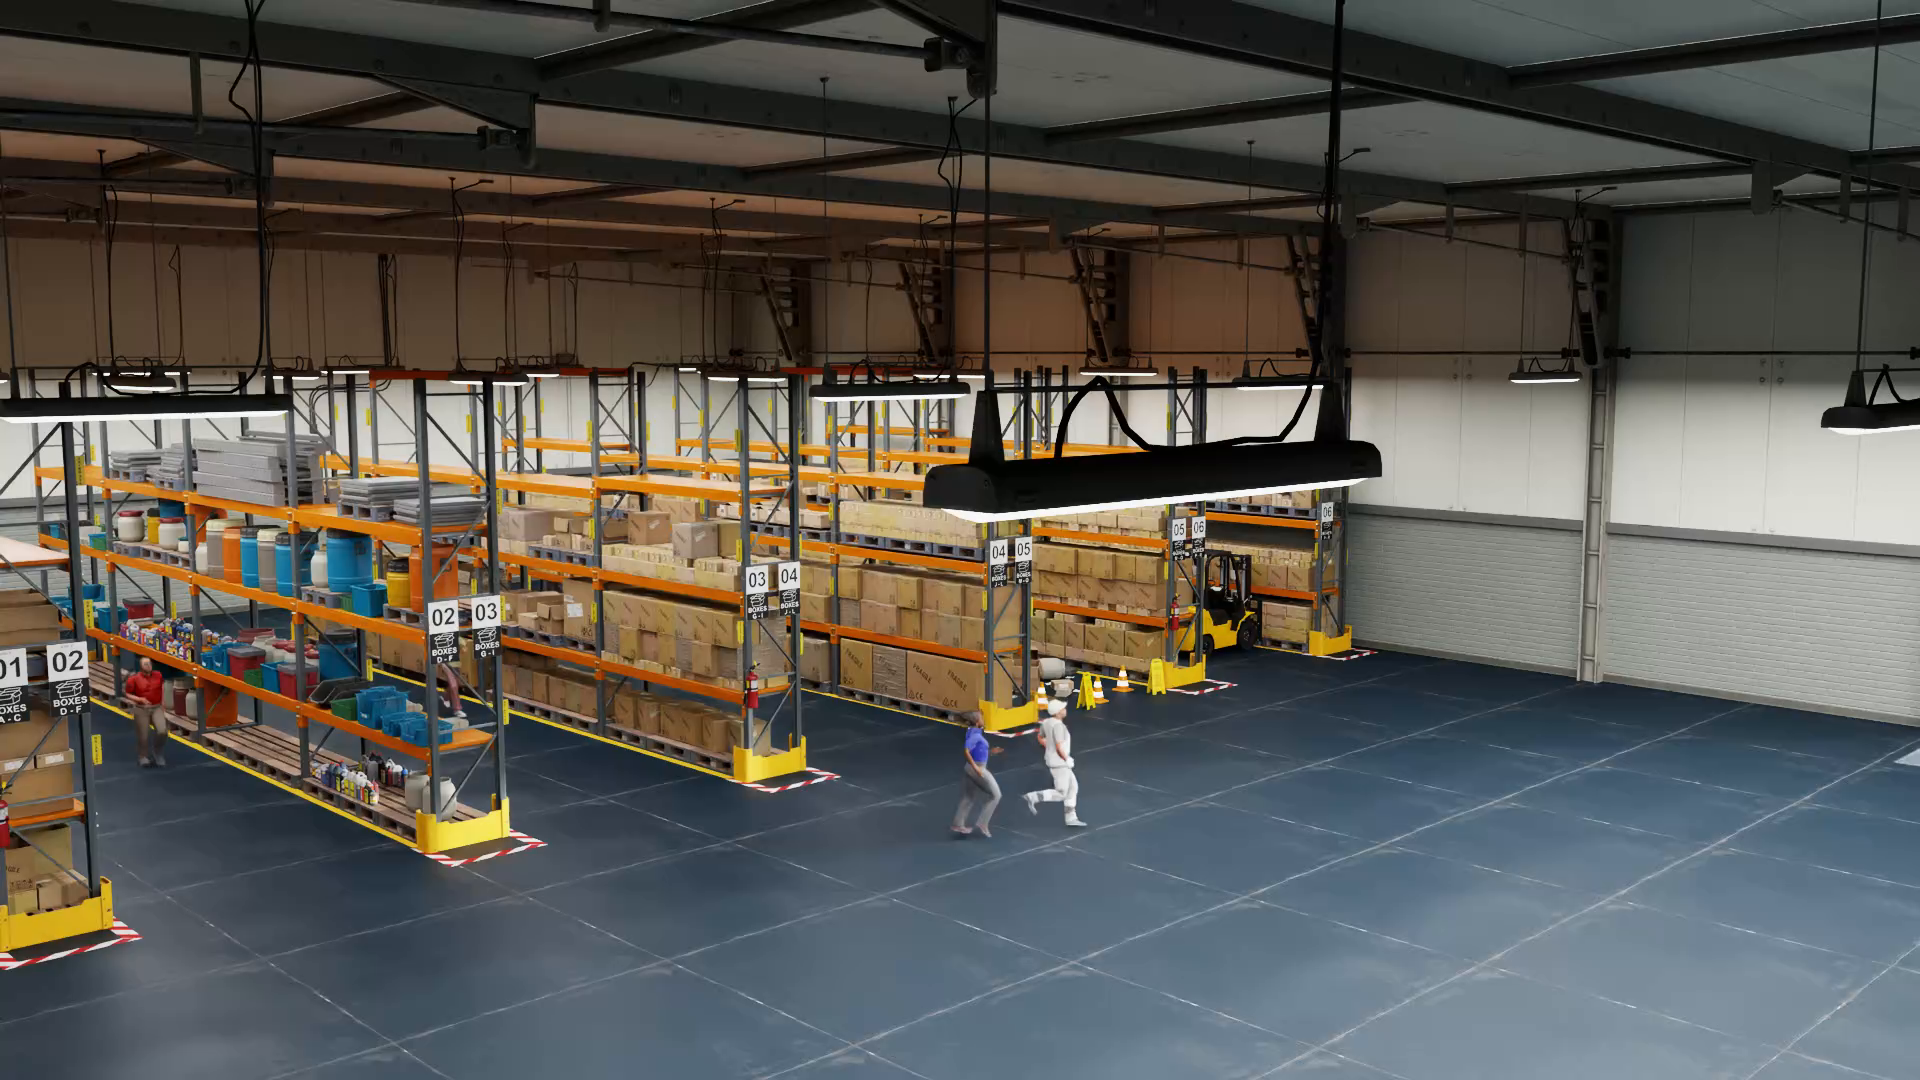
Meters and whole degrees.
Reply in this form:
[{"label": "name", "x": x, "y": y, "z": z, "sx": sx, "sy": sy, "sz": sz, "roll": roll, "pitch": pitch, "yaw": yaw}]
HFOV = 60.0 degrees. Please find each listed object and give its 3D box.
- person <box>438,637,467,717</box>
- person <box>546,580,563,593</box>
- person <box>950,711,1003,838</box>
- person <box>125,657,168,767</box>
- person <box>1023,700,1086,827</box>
[{"label": "person", "x": -8.862, "y": 2.208, "z": 29.001, "sx": 0.970, "sy": 1.652, "sz": 0.575, "roll": 6, "pitch": 9, "yaw": 43}, {"label": "person", "x": -10.065, "y": 0.862, "z": 40.915, "sx": 0.905, "sy": 1.685, "sz": 0.720, "roll": 1, "pitch": 6, "yaw": 6}, {"label": "person", "x": 0.233, "y": 3.069, "z": 21.738, "sx": 0.713, "sy": 1.690, "sz": 0.542, "roll": -2, "pitch": 7, "yaw": -21}, {"label": "person", "x": -12.361, "y": 2.636, "z": 25.340, "sx": 0.627, "sy": 1.738, "sz": 0.732, "roll": -6, "pitch": 9, "yaw": -42}, {"label": "person", "x": 1.260, "y": 2.991, "z": 22.149, "sx": 0.897, "sy": 1.751, "sz": 0.655, "roll": -1, "pitch": 7, "yaw": -10}]
